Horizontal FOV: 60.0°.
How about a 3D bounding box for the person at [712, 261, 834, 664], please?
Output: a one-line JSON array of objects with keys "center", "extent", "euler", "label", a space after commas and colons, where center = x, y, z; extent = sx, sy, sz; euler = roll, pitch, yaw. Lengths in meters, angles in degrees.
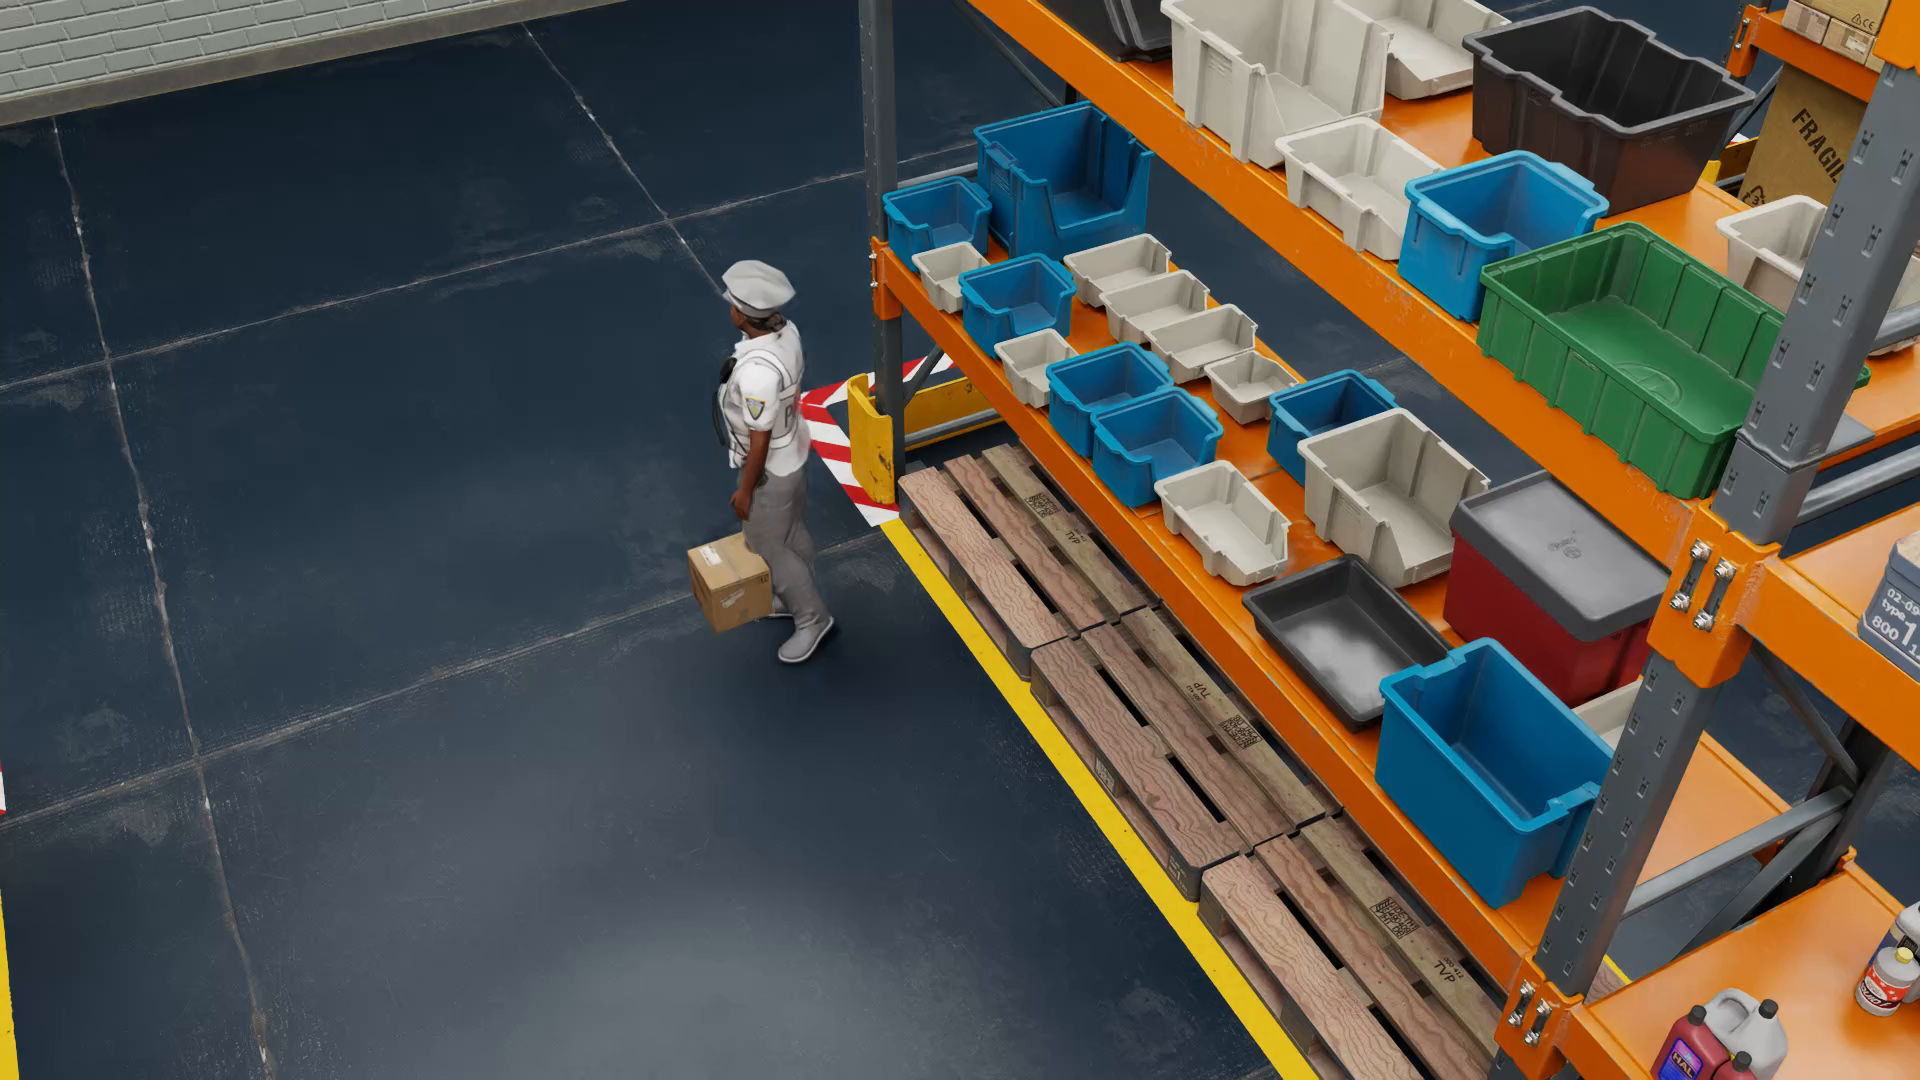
[{"center": [-0.718, -0.291, 6.469], "extent": [0.402, 1.679, 0.544], "euler": [3, 42, 4], "label": "person"}]
